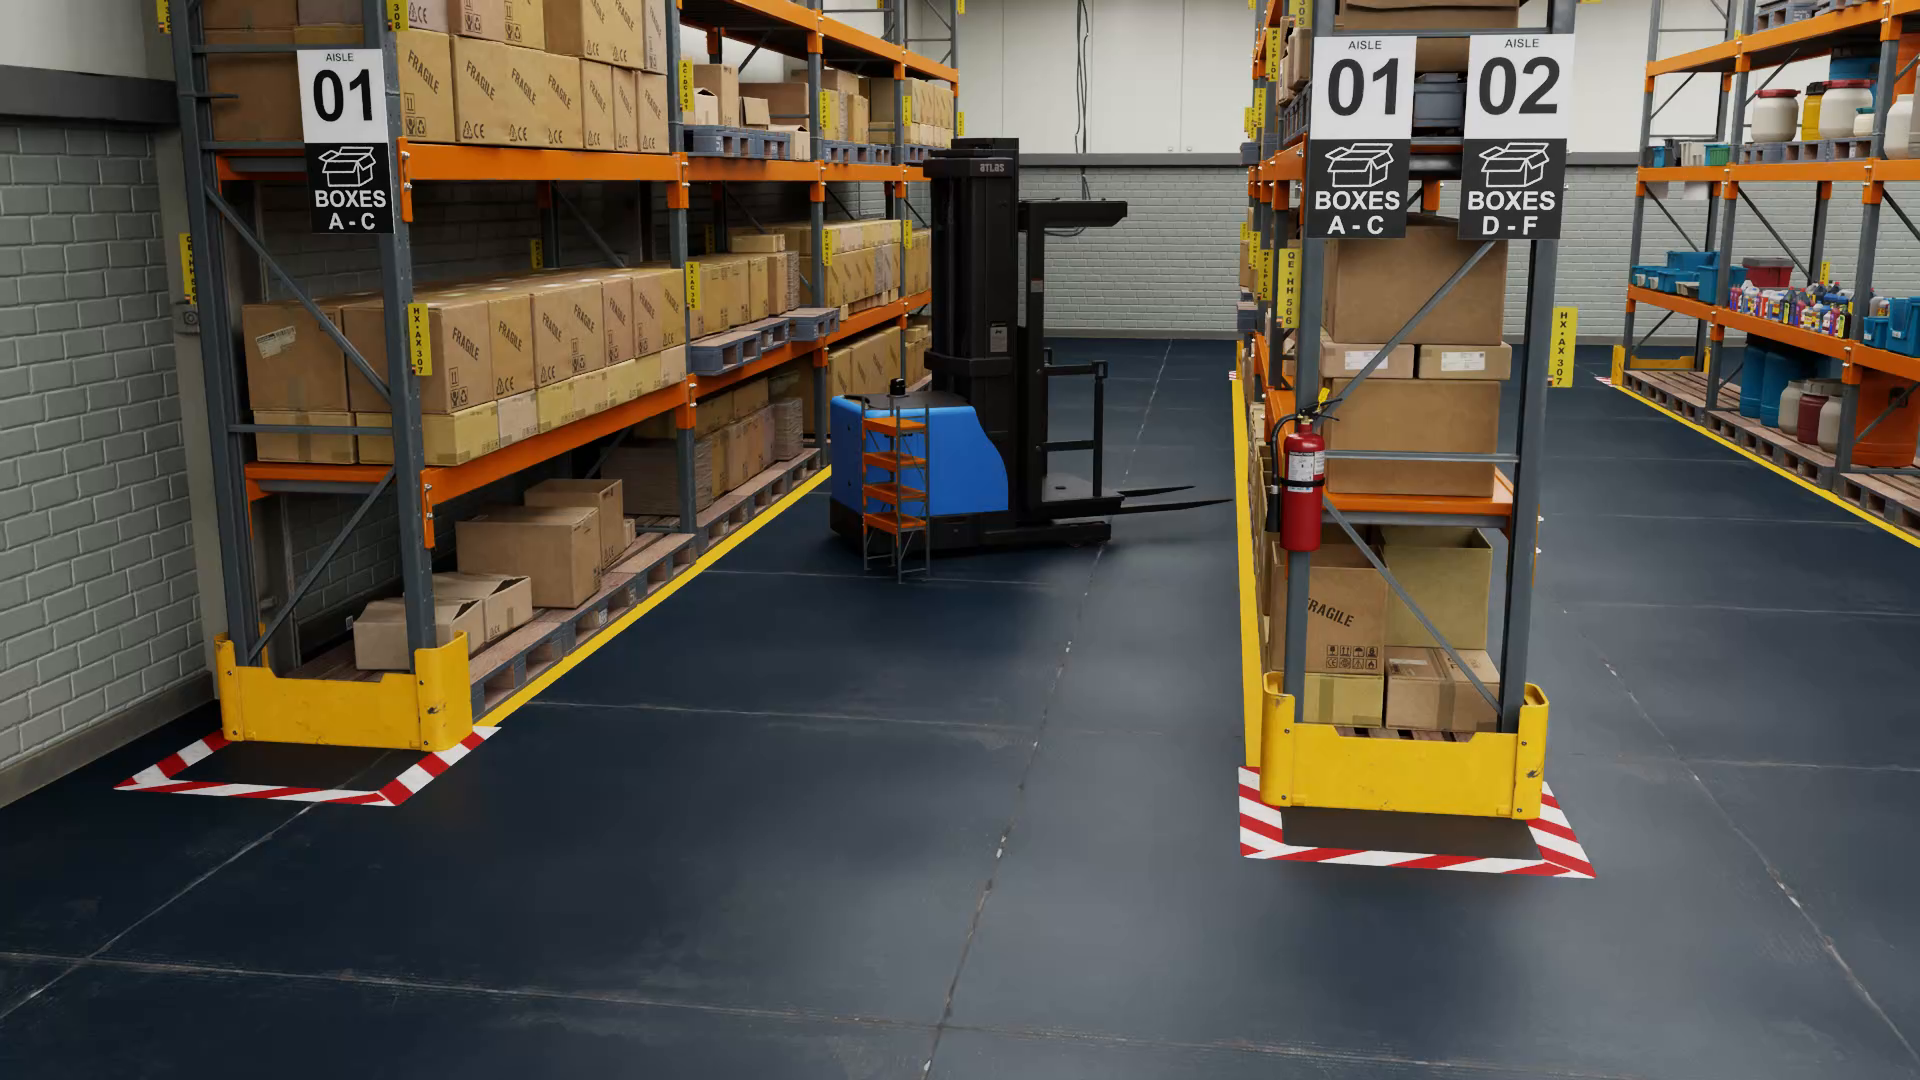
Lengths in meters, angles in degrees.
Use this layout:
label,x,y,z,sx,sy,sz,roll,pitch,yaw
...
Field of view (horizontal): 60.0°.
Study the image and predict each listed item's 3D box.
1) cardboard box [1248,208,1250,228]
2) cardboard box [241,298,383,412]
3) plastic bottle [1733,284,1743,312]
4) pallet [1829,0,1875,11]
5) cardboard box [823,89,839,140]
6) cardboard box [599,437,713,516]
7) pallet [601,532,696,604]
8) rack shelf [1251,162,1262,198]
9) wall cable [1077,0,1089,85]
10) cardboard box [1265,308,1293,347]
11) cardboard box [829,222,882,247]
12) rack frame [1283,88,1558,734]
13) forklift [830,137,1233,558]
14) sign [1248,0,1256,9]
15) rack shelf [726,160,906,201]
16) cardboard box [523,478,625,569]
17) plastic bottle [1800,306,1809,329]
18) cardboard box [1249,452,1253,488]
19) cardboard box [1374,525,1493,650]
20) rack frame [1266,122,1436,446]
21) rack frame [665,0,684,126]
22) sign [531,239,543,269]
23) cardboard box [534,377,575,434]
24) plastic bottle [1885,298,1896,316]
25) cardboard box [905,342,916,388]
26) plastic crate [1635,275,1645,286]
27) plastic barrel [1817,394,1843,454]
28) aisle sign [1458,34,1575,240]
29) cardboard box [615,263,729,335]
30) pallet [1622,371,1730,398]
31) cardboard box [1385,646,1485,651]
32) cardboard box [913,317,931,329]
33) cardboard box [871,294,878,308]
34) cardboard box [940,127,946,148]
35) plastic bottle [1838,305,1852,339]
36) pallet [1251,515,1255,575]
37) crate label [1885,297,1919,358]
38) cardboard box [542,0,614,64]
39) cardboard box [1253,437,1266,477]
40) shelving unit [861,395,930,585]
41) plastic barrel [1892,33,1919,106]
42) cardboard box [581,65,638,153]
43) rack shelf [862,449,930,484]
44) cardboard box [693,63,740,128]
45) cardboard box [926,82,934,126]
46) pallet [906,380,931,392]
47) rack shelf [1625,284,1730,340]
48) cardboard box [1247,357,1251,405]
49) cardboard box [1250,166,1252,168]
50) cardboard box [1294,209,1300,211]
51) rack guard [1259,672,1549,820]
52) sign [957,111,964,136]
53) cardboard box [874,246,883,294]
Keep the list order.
label,x,y,z,sx,sy,sz,roll,pitch,yaw
cardboard box,3.966,-4.019,21.413,0.500,0.500,0.500,2,12,9
cardboard box,-3.126,-0.912,8.132,0.500,0.500,0.500,2,12,8
plastic bottle,8.148,-2.533,17.405,0.061,0.283,0.133,2,12,9
pallet,8.173,-4.642,14.070,1.213,0.211,1.003,2,12,9
cardboard box,-1.612,-4.229,16.594,0.700,0.500,0.500,3,12,12
cardboard box,-2.276,-0.483,12.504,0.700,0.500,0.500,2,12,11
pallet,-2.441,0.168,11.213,1.003,0.211,1.213,2,12,9
rack shelf,3.445,-3.540,16.388,1.077,0.370,4.000,2,12,9
wall cable,3.369,-8.796,27.331,3.097,2.526,0.112,2,12,9
cardboard box,2.809,-1.786,13.871,0.500,0.311,0.500,2,12,8
cardboard box,-1.128,-3.254,17.703,0.500,0.250,0.500,2,12,10
rack frame,1.907,-0.344,6.969,1.000,3.000,0.127,2,12,9
forklift,0.589,-1.480,12.405,3.031,2.935,1.130,-5,13,-20
sign,3.832,-7.120,21.767,0.100,0.325,0.005,2,12,9
rack shelf,-1.450,-3.700,17.129,1.077,0.370,4.000,2,12,9
cardboard box,-2.493,-0.112,10.782,0.500,0.500,0.500,1,12,4
plastic bottle,7.848,-2.062,15.414,0.097,0.201,0.097,0,12,0
cardboard box,2.617,-0.558,13.491,0.500,0.250,0.500,2,12,7
cardboard box,2.285,0.220,8.103,0.500,0.500,0.500,2,12,9
rack frame,2.523,-1.177,10.833,1.000,3.000,0.127,2,12,9
rack frame,-2.373,-4.269,10.942,1.000,3.000,0.127,2,12,9
sign,-2.922,-1.919,11.532,0.100,0.325,0.005,2,12,9
cardboard box,-2.449,-0.746,9.142,0.500,0.250,0.500,2,12,8
plastic bottle,8.640,-2.110,15.439,0.061,0.283,0.133,2,12,9
cardboard box,-0.926,-2.137,20.227,0.700,0.500,0.500,2,12,9
plastic crate,8.768,-3.309,21.210,0.250,0.136,0.298,2,12,9
plastic barrel,8.089,-1.060,15.200,0.421,0.512,0.421,0,12,0
aisle sign,2.200,-1.591,6.585,0.394,0.787,0.004,2,12,9
cardboard box,-2.168,-1.821,12.542,0.700,0.500,0.500,3,13,14
pallet,9.097,-1.980,21.178,1.003,0.211,1.213,2,12,9
cardboard box,2.283,0.586,8.182,0.500,0.250,0.500,2,12,9
cardboard box,-0.414,-2.900,22.226,0.380,0.149,0.250,2,12,10
cardboard box,-1.100,-2.598,17.976,0.380,0.149,0.250,2,12,9
cardboard box,-0.456,-5.212,21.560,0.500,0.250,0.500,1,12,7
plastic bottle,7.672,-1.889,14.415,0.061,0.283,0.133,2,12,9
pallet,2.597,0.032,11.844,1.003,0.211,1.213,2,12,9
crate label,7.612,-1.667,13.025,0.502,0.435,0.616,2,12,9
cardboard box,-2.326,-3.013,9.578,0.500,0.500,0.500,1,12,7
cardboard box,2.454,-0.618,12.438,0.500,0.311,0.500,2,12,8
shelving unit,-0.436,-0.346,11.251,0.258,1.200,0.503,-7,14,-30
plastic barrel,8.122,-3.848,14.090,0.600,0.830,0.708,2,12,9
cardboard box,-2.297,-2.643,10.234,0.500,0.500,0.500,1,12,4
rack shelf,-0.436,-0.499,11.218,0.258,0.148,0.480,-7,14,-30
cardboard box,-2.020,-3.425,12.910,0.500,0.500,0.500,1,12,7
cardboard box,-0.612,-5.365,20.489,0.500,0.500,0.500,2,12,9
pallet,-0.948,-1.794,20.318,1.003,0.211,1.213,2,12,9
rack shelf,8.954,-2.745,19.819,1.077,0.370,4.000,2,12,9
cardboard box,3.438,-1.742,18.346,0.500,0.500,0.500,1,12,6
cardboard box,3.873,-4.761,20.701,0.500,0.250,0.500,2,12,9
cardboard box,4.340,-3.790,20.351,0.500,0.500,0.500,2,12,10
rack guard,1.904,0.883,7.209,1.175,0.500,0.348,2,12,9
sign,0.007,-5.674,22.669,0.100,0.325,0.005,2,12,9
cardboard box,-1.119,-2.891,17.795,0.500,0.500,0.500,2,12,9
